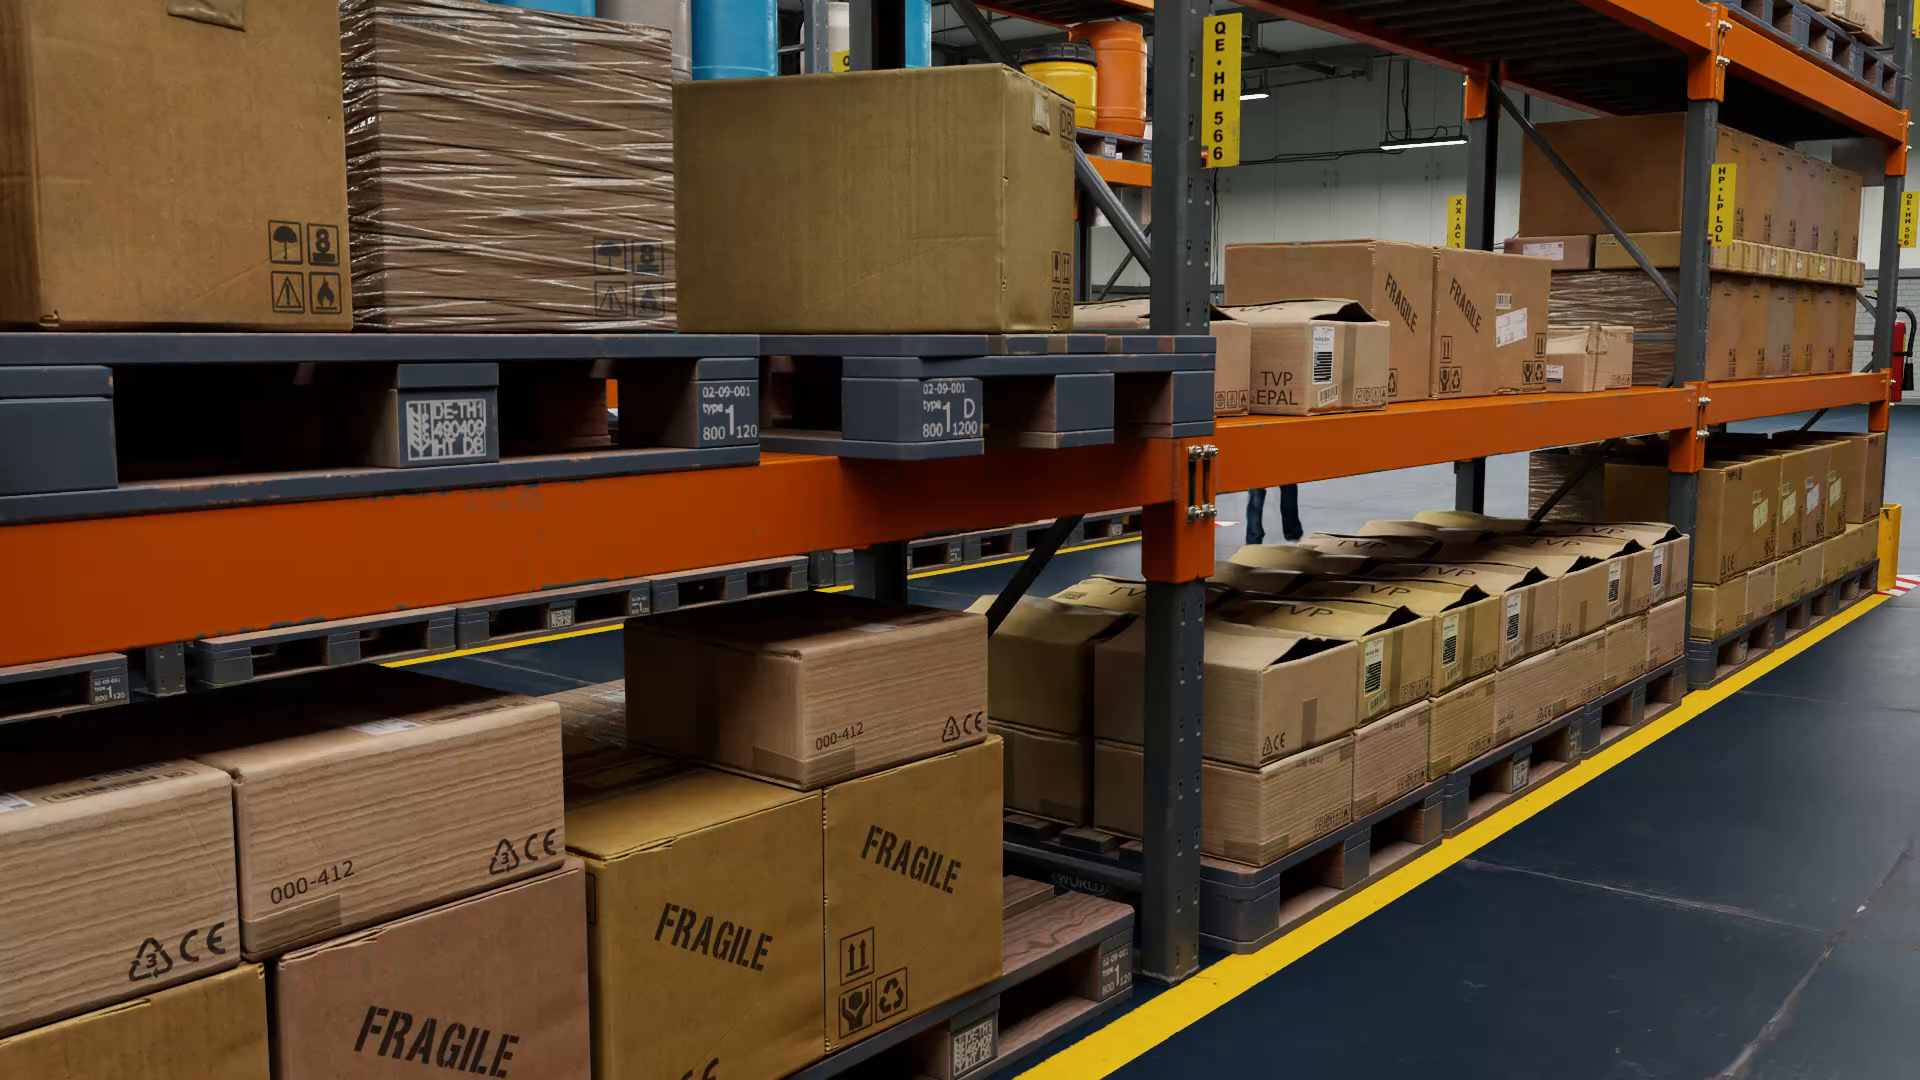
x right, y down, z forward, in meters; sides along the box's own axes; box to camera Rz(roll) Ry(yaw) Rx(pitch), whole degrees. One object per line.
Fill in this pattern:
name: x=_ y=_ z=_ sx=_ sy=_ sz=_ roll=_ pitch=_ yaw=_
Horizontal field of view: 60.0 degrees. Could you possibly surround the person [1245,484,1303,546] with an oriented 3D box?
person: x=2.138 y=-0.683 z=11.409 sx=0.433 sy=1.564 sz=0.858 roll=3 pitch=8 yaw=25
